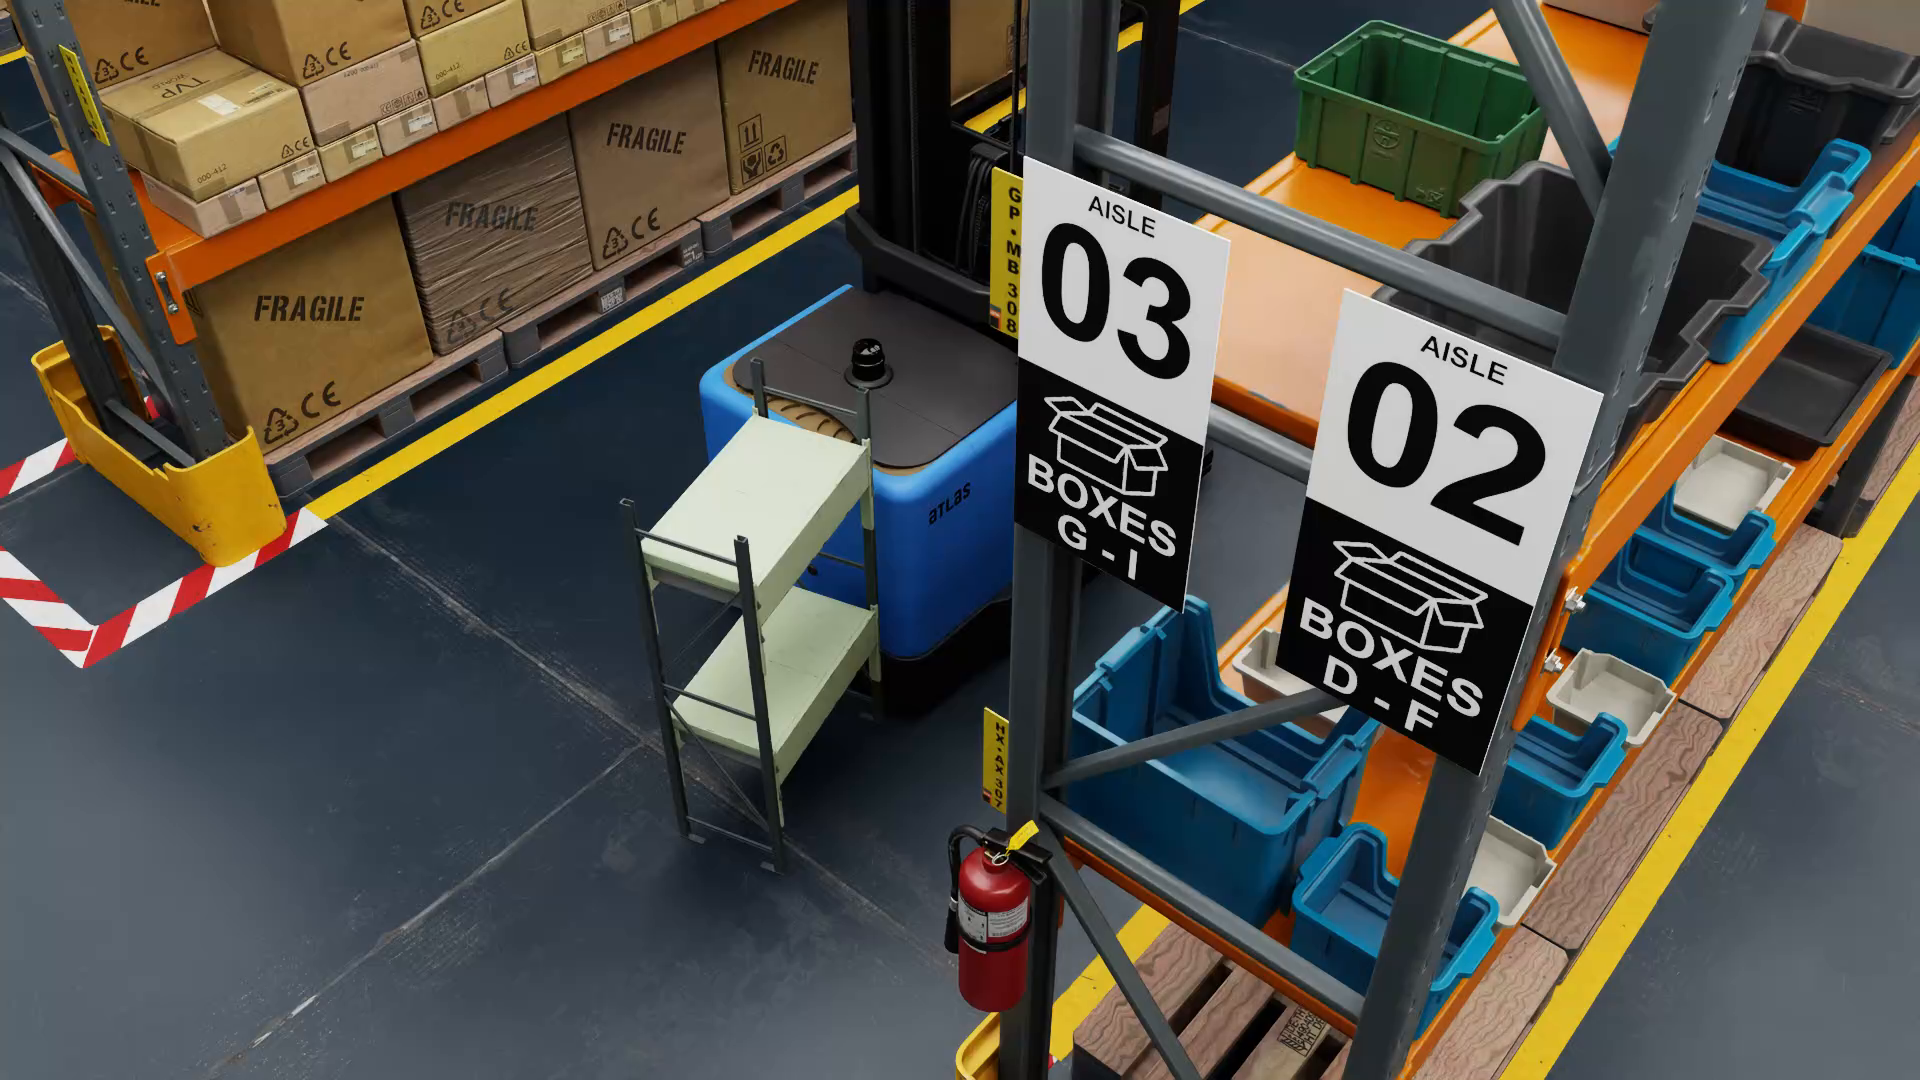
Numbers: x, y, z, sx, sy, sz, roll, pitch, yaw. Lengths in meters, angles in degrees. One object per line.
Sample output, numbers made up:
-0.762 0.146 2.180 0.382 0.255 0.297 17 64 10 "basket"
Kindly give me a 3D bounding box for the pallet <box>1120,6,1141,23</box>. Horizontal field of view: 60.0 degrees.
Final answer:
0.533 -3.424 10.359 1.003 0.211 1.213 29 50 28 "pallet"

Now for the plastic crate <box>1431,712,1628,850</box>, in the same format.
1.360 0.525 4.022 0.416 0.233 0.300 29 50 28 "plastic crate"

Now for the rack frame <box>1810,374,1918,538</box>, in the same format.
3.100 -1.251 5.896 1.000 3.000 0.127 29 50 28 "rack frame"

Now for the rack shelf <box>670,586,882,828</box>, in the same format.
-0.612 0.517 5.551 0.431 0.370 0.720 17 45 18 "rack shelf"

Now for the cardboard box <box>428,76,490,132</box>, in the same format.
-2.125 -1.812 6.700 0.380 0.149 0.250 29 49 28 "cardboard box"

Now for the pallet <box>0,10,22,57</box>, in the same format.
-6.398 -2.945 9.832 1.003 0.211 1.213 29 50 28 "pallet"

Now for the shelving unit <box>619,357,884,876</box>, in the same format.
-0.612 0.276 5.332 0.431 1.500 0.755 17 45 18 "shelving unit"

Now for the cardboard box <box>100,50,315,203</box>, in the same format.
-2.750 -1.520 6.083 0.500 0.250 0.500 28 49 27 "cardboard box"

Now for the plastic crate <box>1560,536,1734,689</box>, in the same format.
1.784 0.186 4.395 0.416 0.233 0.300 29 50 28 "plastic crate"

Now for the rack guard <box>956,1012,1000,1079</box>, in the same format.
0.520 1.752 4.452 1.175 0.500 0.348 29 50 28 "rack guard"

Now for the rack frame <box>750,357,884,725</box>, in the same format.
-0.461 0.051 5.579 0.400 1.500 0.023 17 45 18 "rack frame"

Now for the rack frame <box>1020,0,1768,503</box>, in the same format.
0.525 -1.411 1.612 1.000 3.000 0.127 29 50 28 "rack frame"

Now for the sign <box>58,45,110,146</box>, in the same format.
-2.845 -1.442 5.403 0.100 0.325 0.005 29 50 28 "sign"

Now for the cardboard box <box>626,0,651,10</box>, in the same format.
-1.434 -2.578 7.246 0.500 0.250 0.500 31 50 29 "cardboard box"

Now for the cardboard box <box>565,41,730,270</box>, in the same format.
-1.756 -1.996 7.982 0.875 0.875 0.875 29 50 28 "cardboard box"

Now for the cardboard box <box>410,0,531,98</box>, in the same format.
-2.094 -2.048 6.663 0.500 0.250 0.500 28 49 27 "cardboard box"

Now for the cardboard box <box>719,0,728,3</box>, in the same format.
-1.133 -2.606 7.573 0.380 0.149 0.250 30 50 29 "cardboard box"

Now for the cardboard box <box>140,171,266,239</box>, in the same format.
-2.785 -1.282 6.117 0.380 0.149 0.250 30 50 29 "cardboard box"

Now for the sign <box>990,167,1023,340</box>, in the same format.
0.094 -0.492 2.909 0.100 0.325 0.005 29 50 28 "sign"

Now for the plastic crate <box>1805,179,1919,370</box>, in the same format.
3.060 -0.879 5.454 0.392 0.384 0.575 29 50 28 "plastic crate"

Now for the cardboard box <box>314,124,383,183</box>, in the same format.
-2.456 -1.547 6.408 0.380 0.149 0.250 28 49 28 "cardboard box"

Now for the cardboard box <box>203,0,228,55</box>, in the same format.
-2.830 -2.015 6.627 0.500 0.250 0.500 29 50 28 "cardboard box"

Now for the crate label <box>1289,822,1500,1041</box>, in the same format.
0.936 0.864 3.650 0.416 0.233 0.303 29 50 28 "crate label"

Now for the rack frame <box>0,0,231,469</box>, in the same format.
-3.266 -1.335 5.989 1.000 3.000 0.127 29 50 28 "rack frame"

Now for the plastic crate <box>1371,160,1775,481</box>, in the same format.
0.987 -0.330 2.751 0.497 0.269 0.590 29 50 28 "plastic crate"

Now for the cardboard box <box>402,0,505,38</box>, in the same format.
-2.099 -2.324 6.410 0.500 0.500 0.500 28 49 27 "cardboard box"

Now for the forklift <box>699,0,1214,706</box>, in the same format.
0.408 -1.408 6.119 1.130 2.935 3.031 30 50 29 "forklift"

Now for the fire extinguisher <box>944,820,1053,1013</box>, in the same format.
0.081 0.857 3.913 0.296 0.674 0.183 29 50 28 "fire extinguisher"

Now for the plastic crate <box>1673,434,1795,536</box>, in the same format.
2.209 -0.148 4.835 0.293 0.136 0.466 29 50 28 "plastic crate"

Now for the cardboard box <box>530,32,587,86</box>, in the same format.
-1.796 -2.075 6.989 0.380 0.149 0.250 28 49 27 "cardboard box"

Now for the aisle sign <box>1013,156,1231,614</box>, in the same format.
0.255 -0.243 2.855 0.394 0.787 0.004 29 50 28 "aisle sign"

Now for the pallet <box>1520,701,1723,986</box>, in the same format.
1.871 0.808 5.705 1.003 0.211 1.213 29 50 28 "pallet"

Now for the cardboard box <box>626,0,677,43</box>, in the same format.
-1.464 -2.341 7.282 0.380 0.149 0.250 29 50 28 "cardboard box"

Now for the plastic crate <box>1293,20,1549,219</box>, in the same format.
0.942 -0.854 3.387 0.450 0.188 0.336 29 50 28 "plastic crate"

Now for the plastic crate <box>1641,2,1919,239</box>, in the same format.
1.719 -0.945 3.377 0.504 0.338 0.767 29 50 28 "plastic crate"

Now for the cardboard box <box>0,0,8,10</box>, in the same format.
-5.815 -3.324 9.983 0.380 0.149 0.250 30 50 29 "cardboard box"

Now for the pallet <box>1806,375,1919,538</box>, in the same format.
3.628 -0.598 7.251 1.003 0.211 1.213 29 50 28 "pallet"

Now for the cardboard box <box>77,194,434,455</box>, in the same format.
-2.915 -1.069 6.963 0.875 0.875 0.875 29 50 28 "cardboard box"

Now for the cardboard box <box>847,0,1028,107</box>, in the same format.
-0.295 -3.102 9.200 1.225 0.875 0.875 30 50 29 "cardboard box"

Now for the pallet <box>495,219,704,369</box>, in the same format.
-2.025 -1.375 8.105 1.003 0.211 1.213 29 50 28 "pallet"

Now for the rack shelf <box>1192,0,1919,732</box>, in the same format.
1.813 -1.064 3.996 1.077 0.370 4.000 29 50 28 "rack shelf"
